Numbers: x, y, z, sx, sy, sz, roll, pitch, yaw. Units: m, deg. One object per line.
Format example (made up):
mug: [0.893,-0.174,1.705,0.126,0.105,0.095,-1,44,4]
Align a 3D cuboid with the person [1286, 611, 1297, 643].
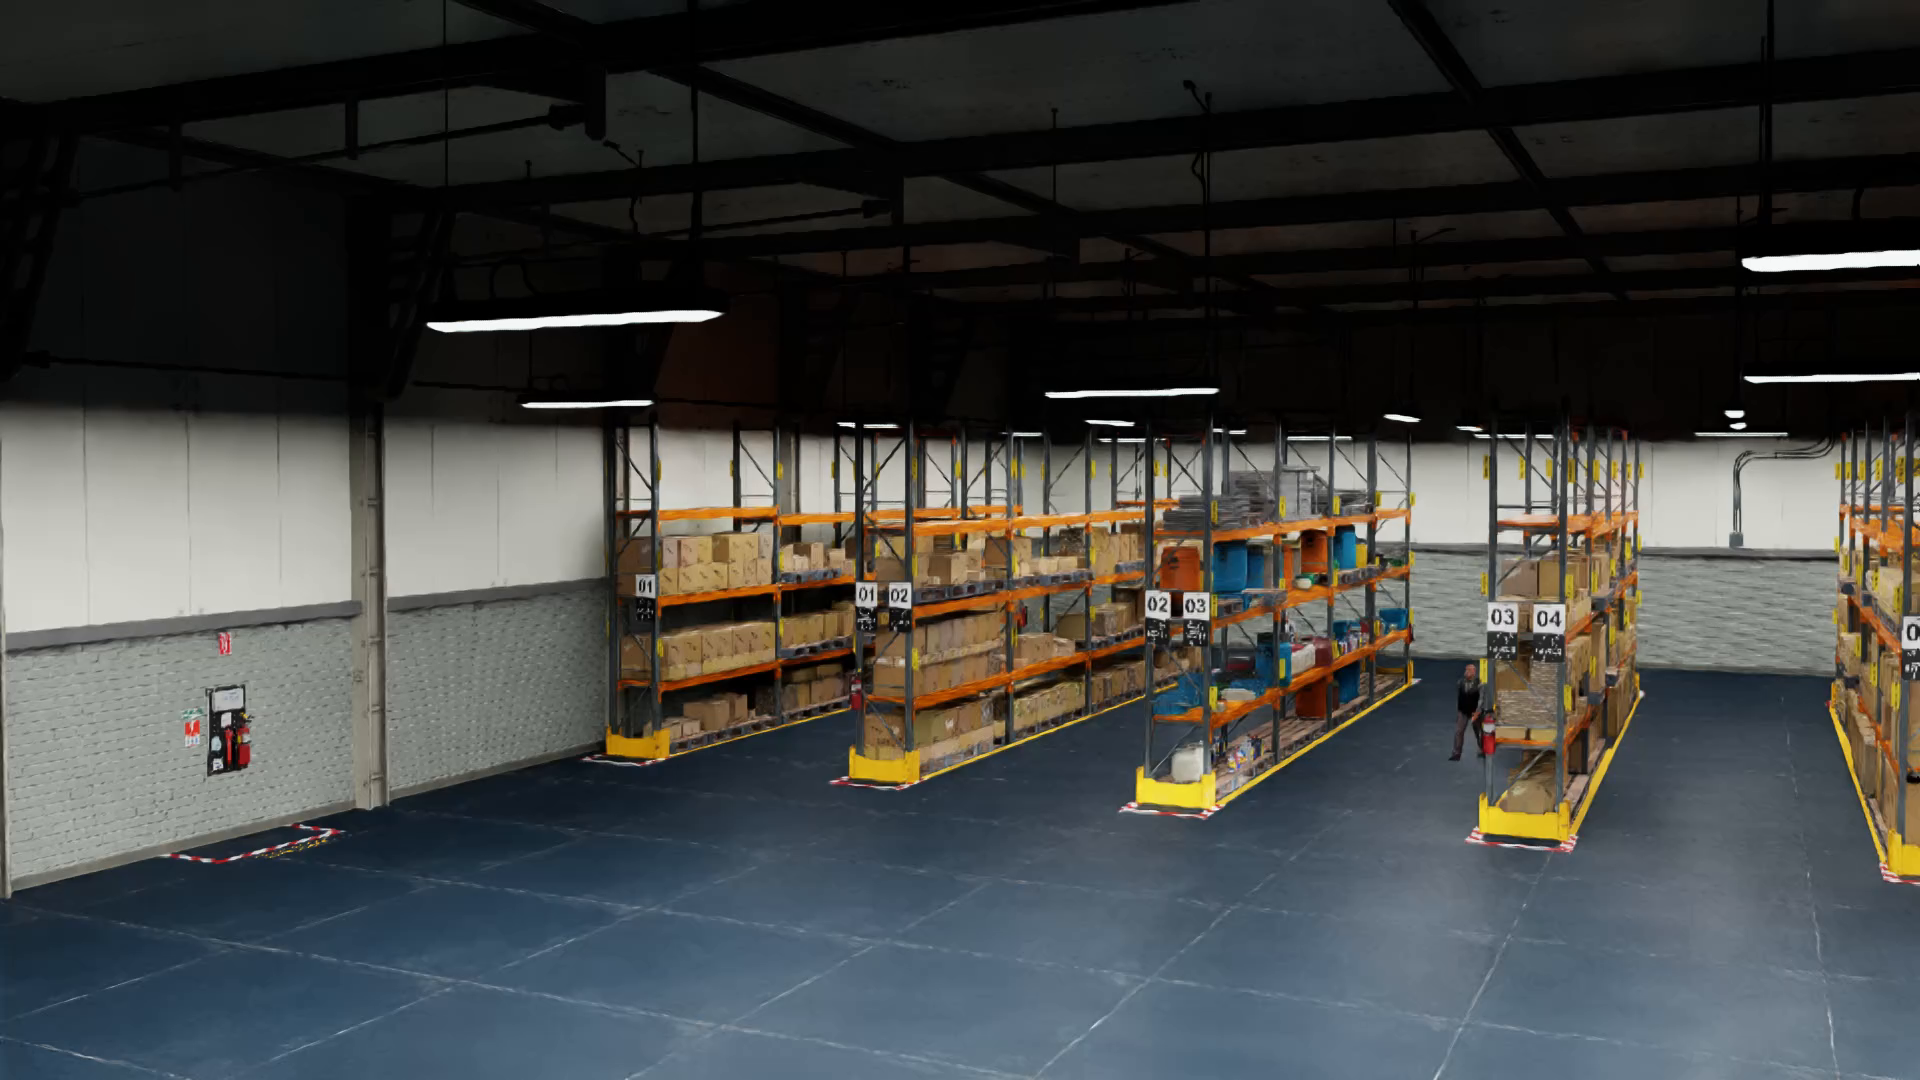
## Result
person: [7.935,2.499,40.392,0.497,1.583,1.090,1,3,28]

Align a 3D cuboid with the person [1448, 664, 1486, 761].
person: [8.778,2.958,28.576,0.539,1.663,1.033,2,3,35]
